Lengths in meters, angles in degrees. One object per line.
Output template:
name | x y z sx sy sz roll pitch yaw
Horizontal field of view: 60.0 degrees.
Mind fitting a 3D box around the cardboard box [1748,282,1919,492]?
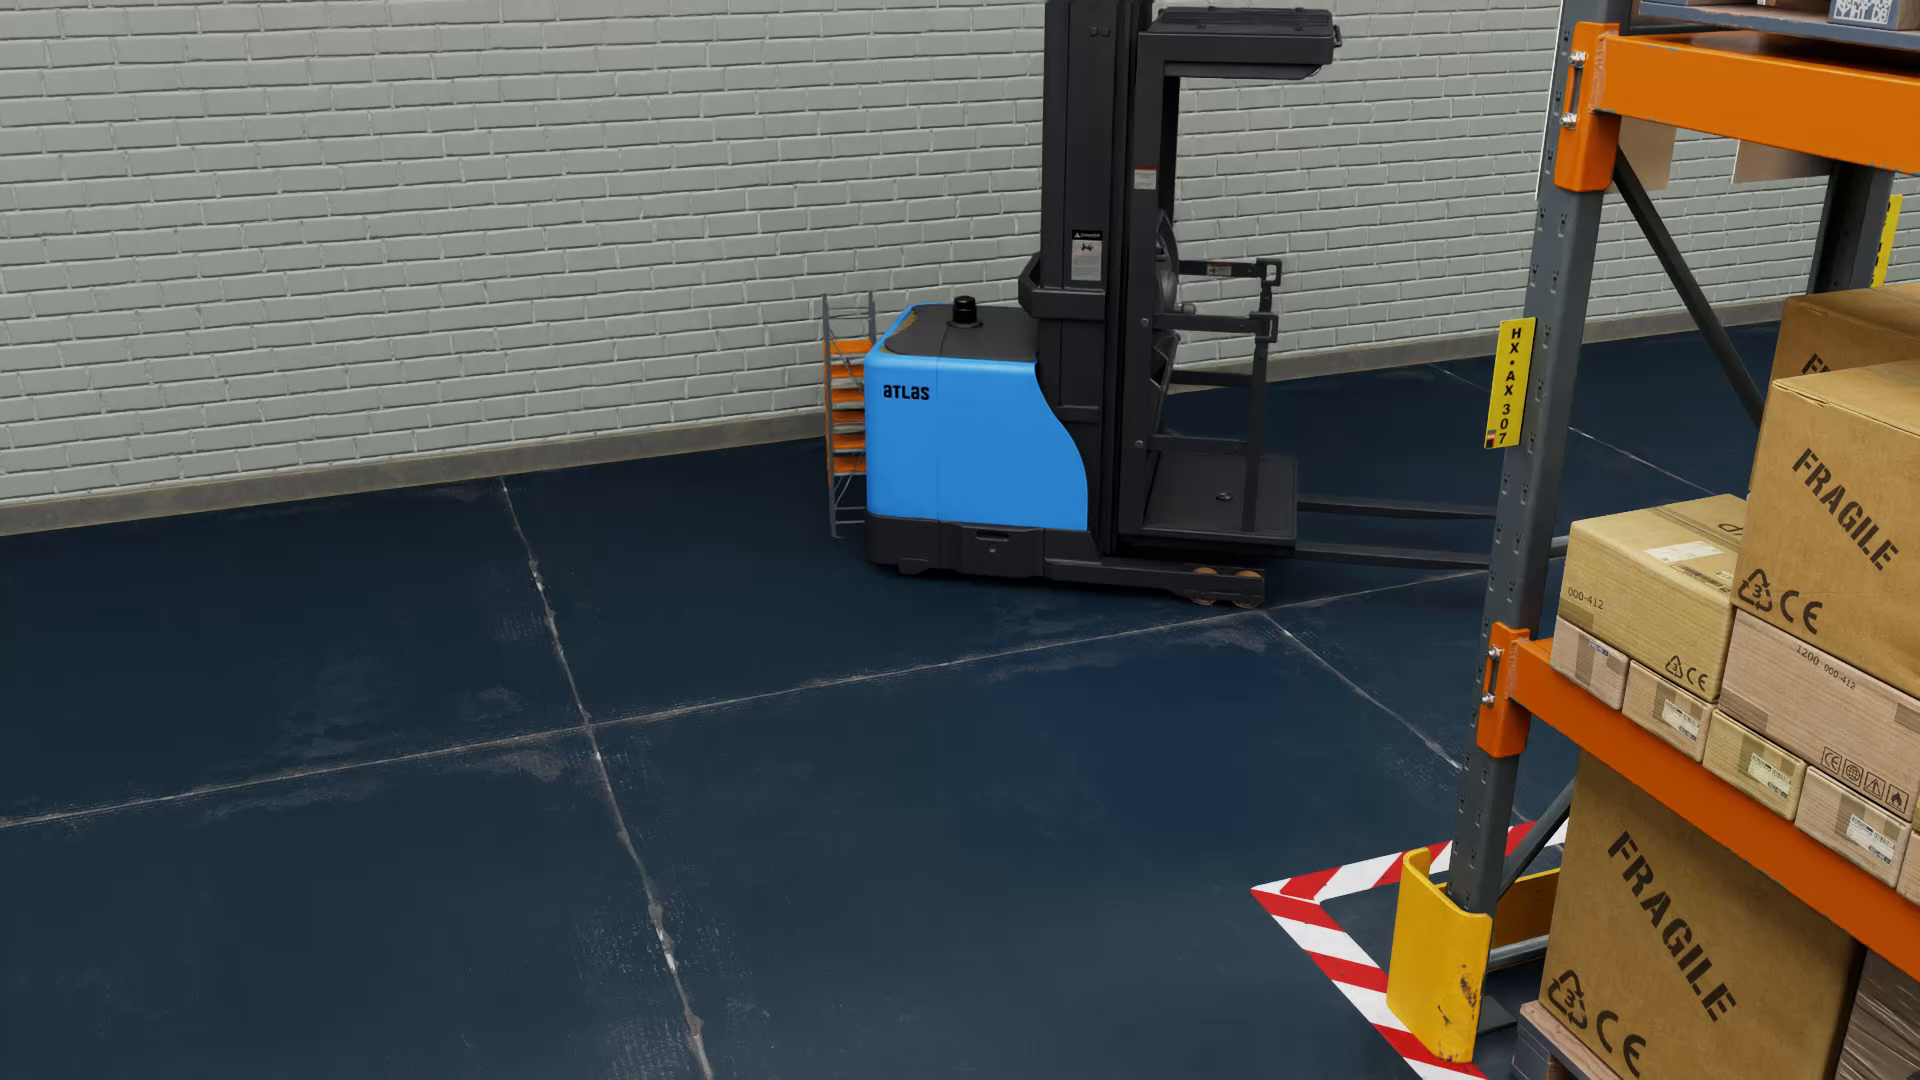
cardboard box | 2.288 -0.294 3.930 0.500 0.500 0.500 -8 24 -18

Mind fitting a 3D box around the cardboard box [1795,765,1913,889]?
cardboard box | 1.963 0.549 3.408 0.380 0.149 0.250 -9 24 -20

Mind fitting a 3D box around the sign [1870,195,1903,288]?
sign | 2.382 -0.733 4.332 0.100 0.325 0.005 -8 24 -19

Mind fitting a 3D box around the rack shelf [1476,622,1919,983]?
rack shelf | 2.576 1.037 2.854 1.077 0.370 4.000 -8 24 -19

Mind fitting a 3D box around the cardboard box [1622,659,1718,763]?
cardboard box | 1.779 0.362 3.853 0.380 0.149 0.250 -9 24 -20

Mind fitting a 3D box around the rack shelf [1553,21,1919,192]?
rack shelf | 2.576 -0.345 2.271 1.077 0.370 4.000 -8 24 -19

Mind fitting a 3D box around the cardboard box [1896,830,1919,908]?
cardboard box | 2.051 0.642 3.188 0.380 0.149 0.250 -9 24 -20

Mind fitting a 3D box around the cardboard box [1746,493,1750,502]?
cardboard box | 2.289 0.050 4.078 0.500 0.250 0.500 -9 24 -20

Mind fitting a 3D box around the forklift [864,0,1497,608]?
forklift | 1.118 -1.266 7.481 3.031 2.935 1.130 4 23 10

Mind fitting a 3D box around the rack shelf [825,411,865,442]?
rack shelf | -0.529 -0.563 8.156 0.258 0.103 0.180 -3 23 -6

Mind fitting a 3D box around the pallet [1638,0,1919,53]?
pallet | 2.142 -1.095 3.237 1.003 0.211 1.213 -8 24 -19

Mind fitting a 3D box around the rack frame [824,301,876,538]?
rack frame | -0.519 -0.569 8.055 0.240 1.200 0.006 -3 23 -6

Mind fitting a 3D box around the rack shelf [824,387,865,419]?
rack shelf | -0.529 -0.674 8.109 0.258 0.103 0.180 -3 23 -6

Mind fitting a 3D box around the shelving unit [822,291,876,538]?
shelving unit | -0.529 -0.604 8.139 0.258 1.200 0.189 -3 23 -6

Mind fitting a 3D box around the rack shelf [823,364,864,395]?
rack shelf | -0.529 -0.784 8.063 0.258 0.103 0.180 -3 23 -6

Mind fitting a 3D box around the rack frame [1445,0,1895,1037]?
rack frame | 1.870 -0.021 4.438 1.000 3.000 0.127 -8 24 -19

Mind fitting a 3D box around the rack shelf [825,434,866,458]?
rack shelf | -0.529 -0.453 8.202 0.258 0.103 0.180 -3 23 -6

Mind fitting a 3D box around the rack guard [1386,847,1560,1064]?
rack guard | 1.861 1.122 4.945 1.175 0.500 0.348 -8 24 -19

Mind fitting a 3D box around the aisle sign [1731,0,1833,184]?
aisle sign | 2.125 -1.286 4.093 0.394 0.787 0.004 -8 24 -19

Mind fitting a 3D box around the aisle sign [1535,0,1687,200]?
aisle sign | 1.564 -1.204 3.898 0.394 0.787 0.004 -8 24 -19

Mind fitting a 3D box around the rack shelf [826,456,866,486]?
rack shelf | -0.529 -0.342 8.249 0.258 0.103 0.180 -3 23 -6

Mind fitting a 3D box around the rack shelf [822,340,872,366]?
rack shelf | -0.530 -0.895 8.016 0.258 0.103 0.180 -3 23 -6

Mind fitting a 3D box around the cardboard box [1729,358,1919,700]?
cardboard box | 1.964 -0.042 3.331 0.500 0.500 0.500 -9 24 -20

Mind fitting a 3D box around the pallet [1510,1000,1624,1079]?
pallet | 2.226 1.544 4.316 1.003 0.211 1.213 -8 24 -19

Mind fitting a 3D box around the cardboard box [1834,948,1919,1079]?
cardboard box | 2.492 1.317 3.459 0.875 0.875 0.875 -8 24 -19

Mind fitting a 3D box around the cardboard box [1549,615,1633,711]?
cardboard box | 1.687 0.269 4.074 0.380 0.149 0.250 -8 24 -18

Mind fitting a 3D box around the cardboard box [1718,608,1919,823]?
cardboard box | 1.977 0.310 3.462 0.500 0.250 0.500 -9 24 -20

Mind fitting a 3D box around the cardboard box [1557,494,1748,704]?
cardboard box | 1.787 0.122 3.908 0.500 0.250 0.500 -9 24 -20

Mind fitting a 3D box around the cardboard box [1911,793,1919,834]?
cardboard box | 2.151 0.493 3.028 0.500 0.250 0.500 -9 25 -21

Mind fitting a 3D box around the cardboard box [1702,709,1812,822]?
cardboard box | 1.869 0.455 3.632 0.380 0.149 0.250 -9 24 -20

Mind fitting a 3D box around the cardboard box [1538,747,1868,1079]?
cardboard box | 2.171 0.986 4.244 0.875 0.875 0.875 -8 24 -19

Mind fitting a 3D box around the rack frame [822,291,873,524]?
rack frame | -0.540 -0.640 8.222 0.240 1.200 0.006 -3 23 -6

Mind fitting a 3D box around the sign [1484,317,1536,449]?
sign | 1.349 -0.383 4.079 0.100 0.325 0.005 -8 24 -19
